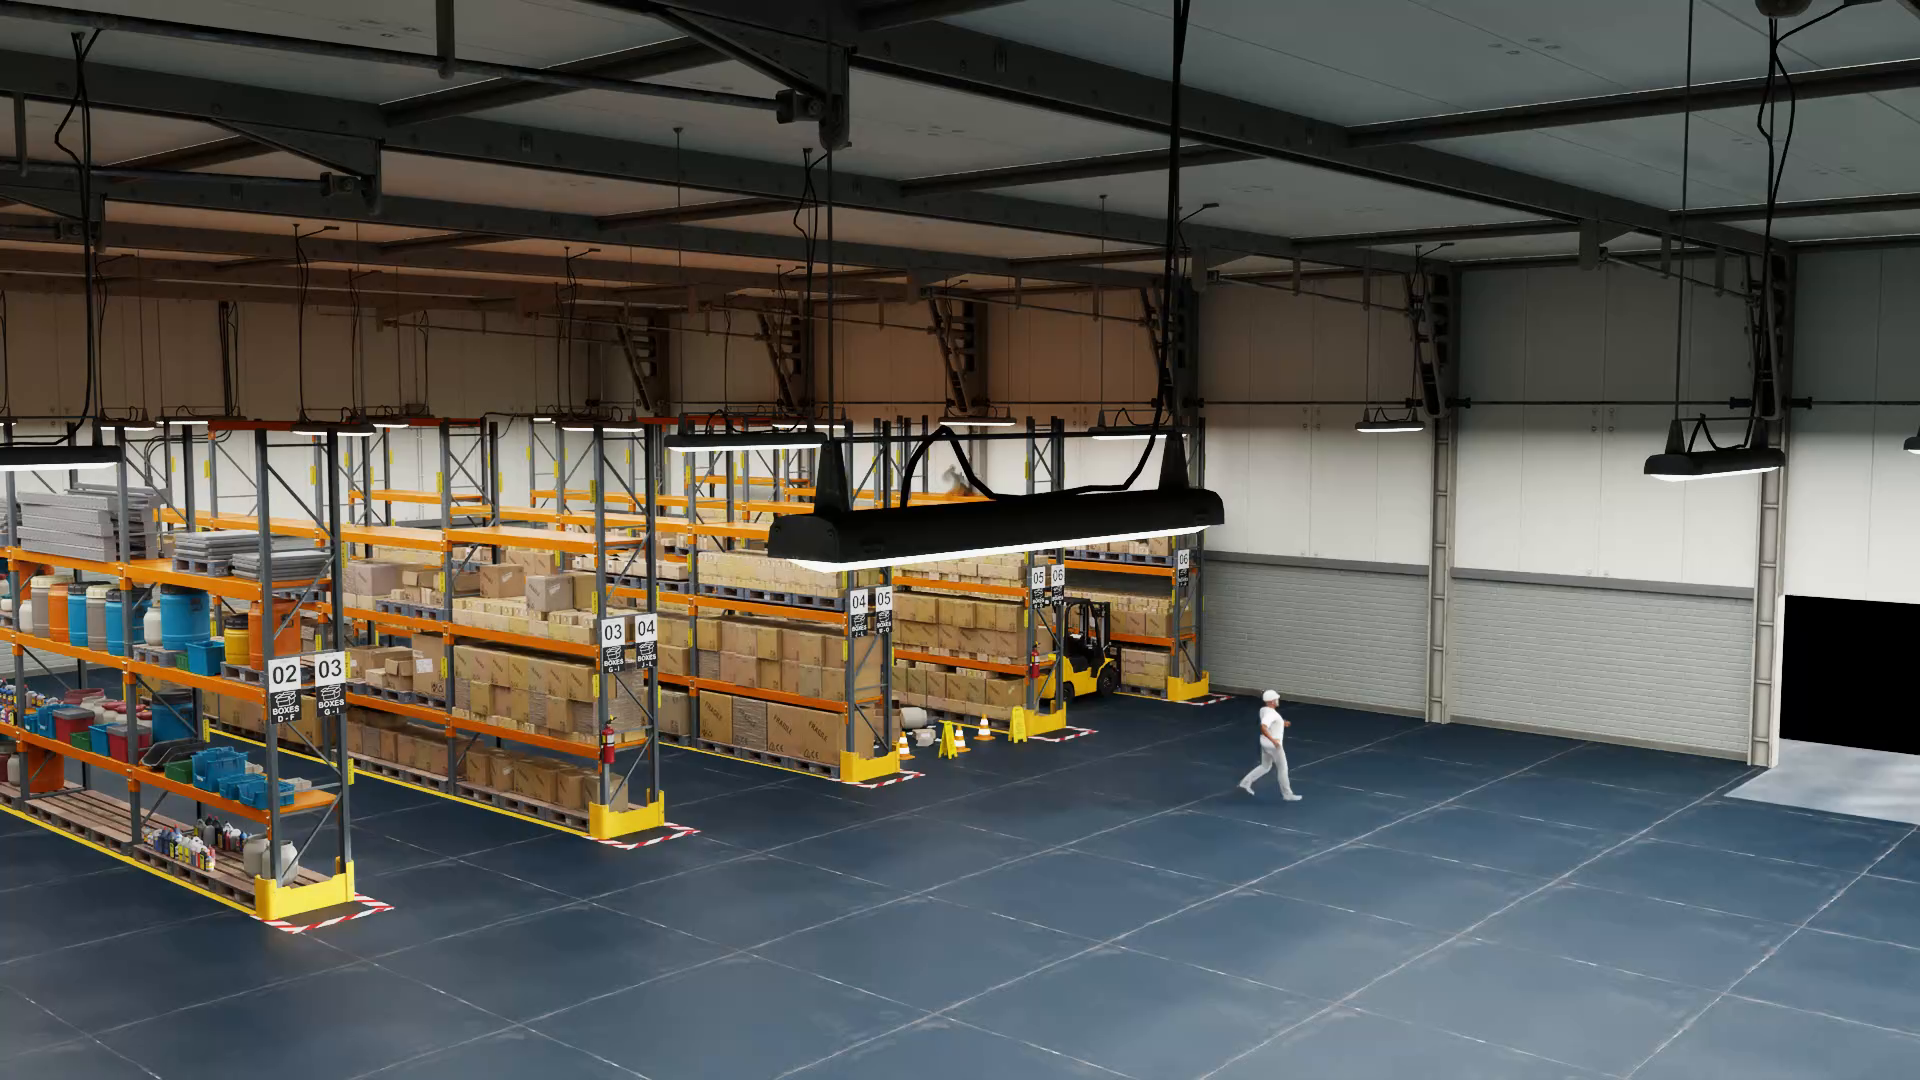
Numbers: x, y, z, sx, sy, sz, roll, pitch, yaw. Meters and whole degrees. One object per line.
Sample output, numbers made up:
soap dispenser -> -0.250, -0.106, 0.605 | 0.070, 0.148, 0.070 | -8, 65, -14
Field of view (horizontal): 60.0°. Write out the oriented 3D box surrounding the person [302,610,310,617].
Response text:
person -> -14.629, 2.392, 37.145 | 0.636, 1.651, 0.914 | -1, 5, -16

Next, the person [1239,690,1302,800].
person -> 4.921, 3.240, 26.279 | 0.992, 1.745, 0.703 | -1, 5, -8
